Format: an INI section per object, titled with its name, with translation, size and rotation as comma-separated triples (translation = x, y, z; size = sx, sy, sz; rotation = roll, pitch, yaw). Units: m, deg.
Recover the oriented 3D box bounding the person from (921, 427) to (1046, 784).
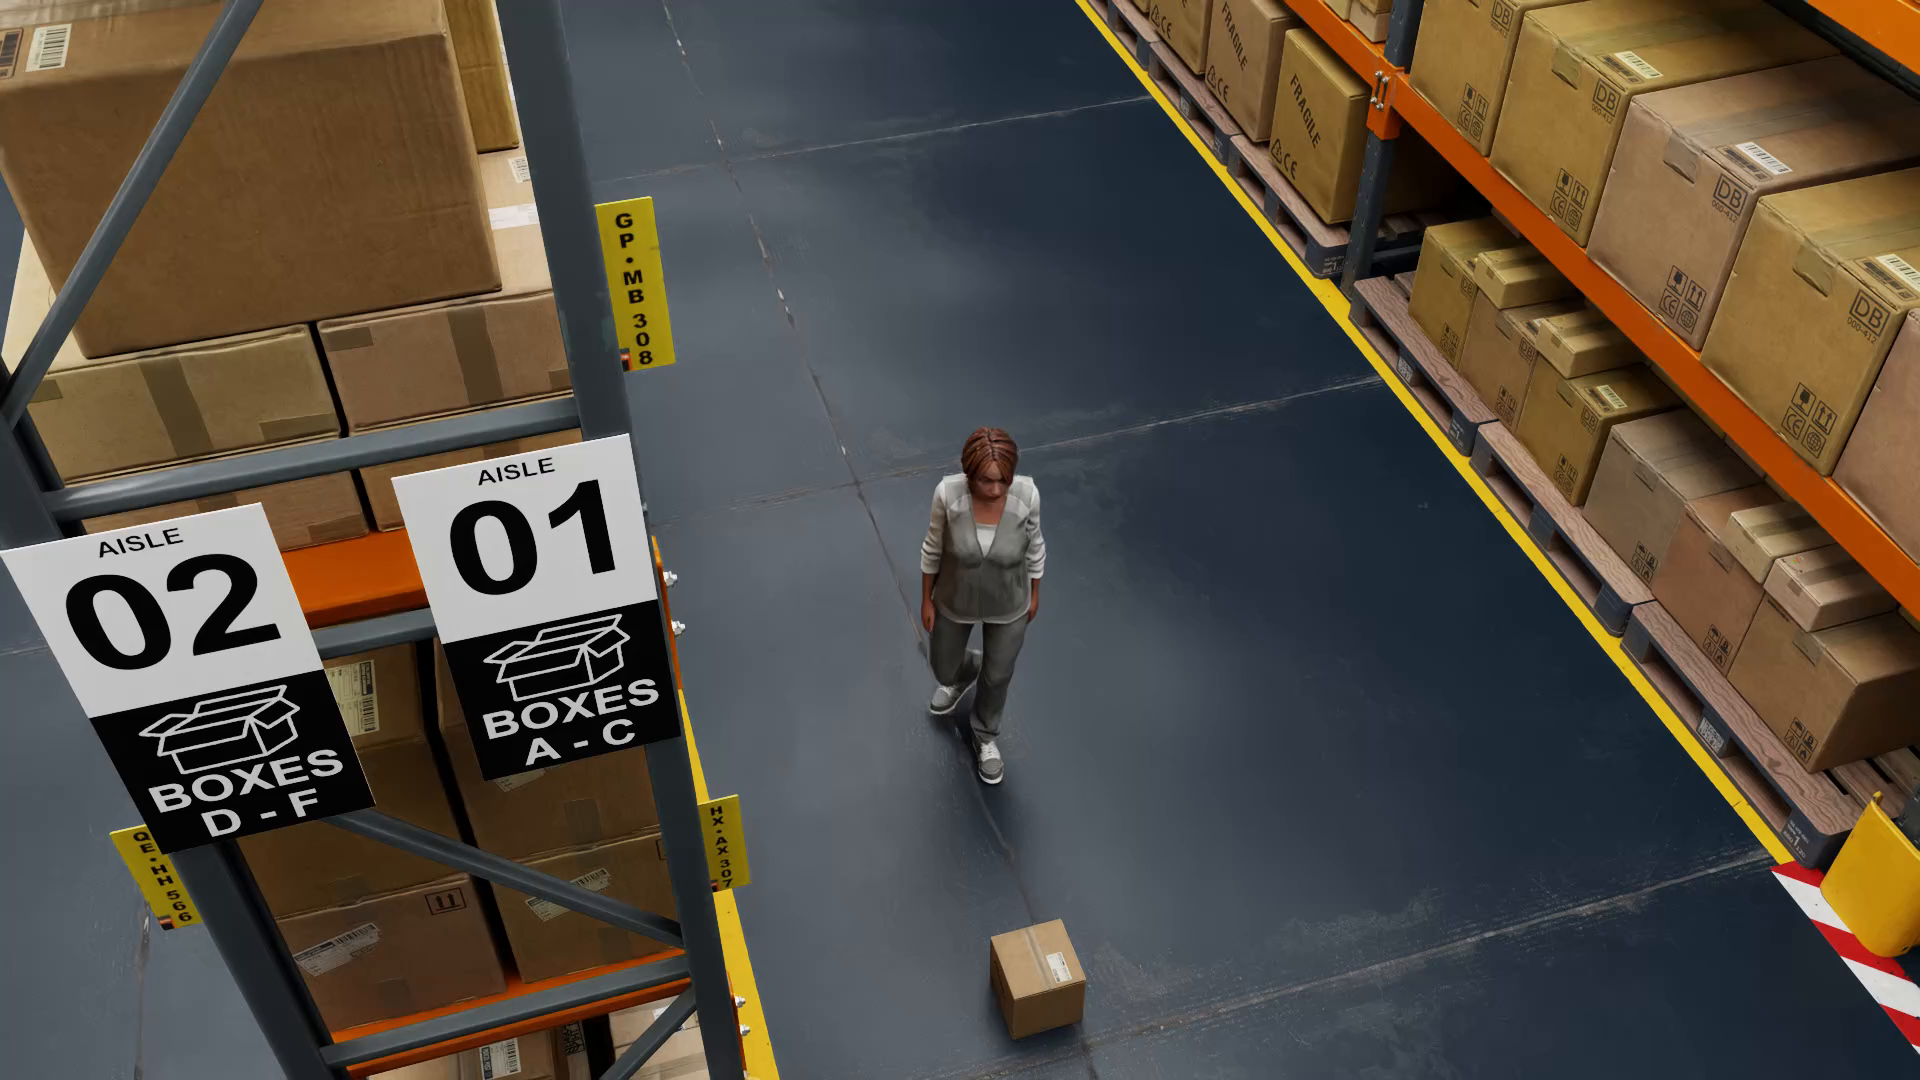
[person]
translation = 0.082, 0.184, 5.966
size = 0.437, 1.595, 0.512
rotation = 1, 43, 1
